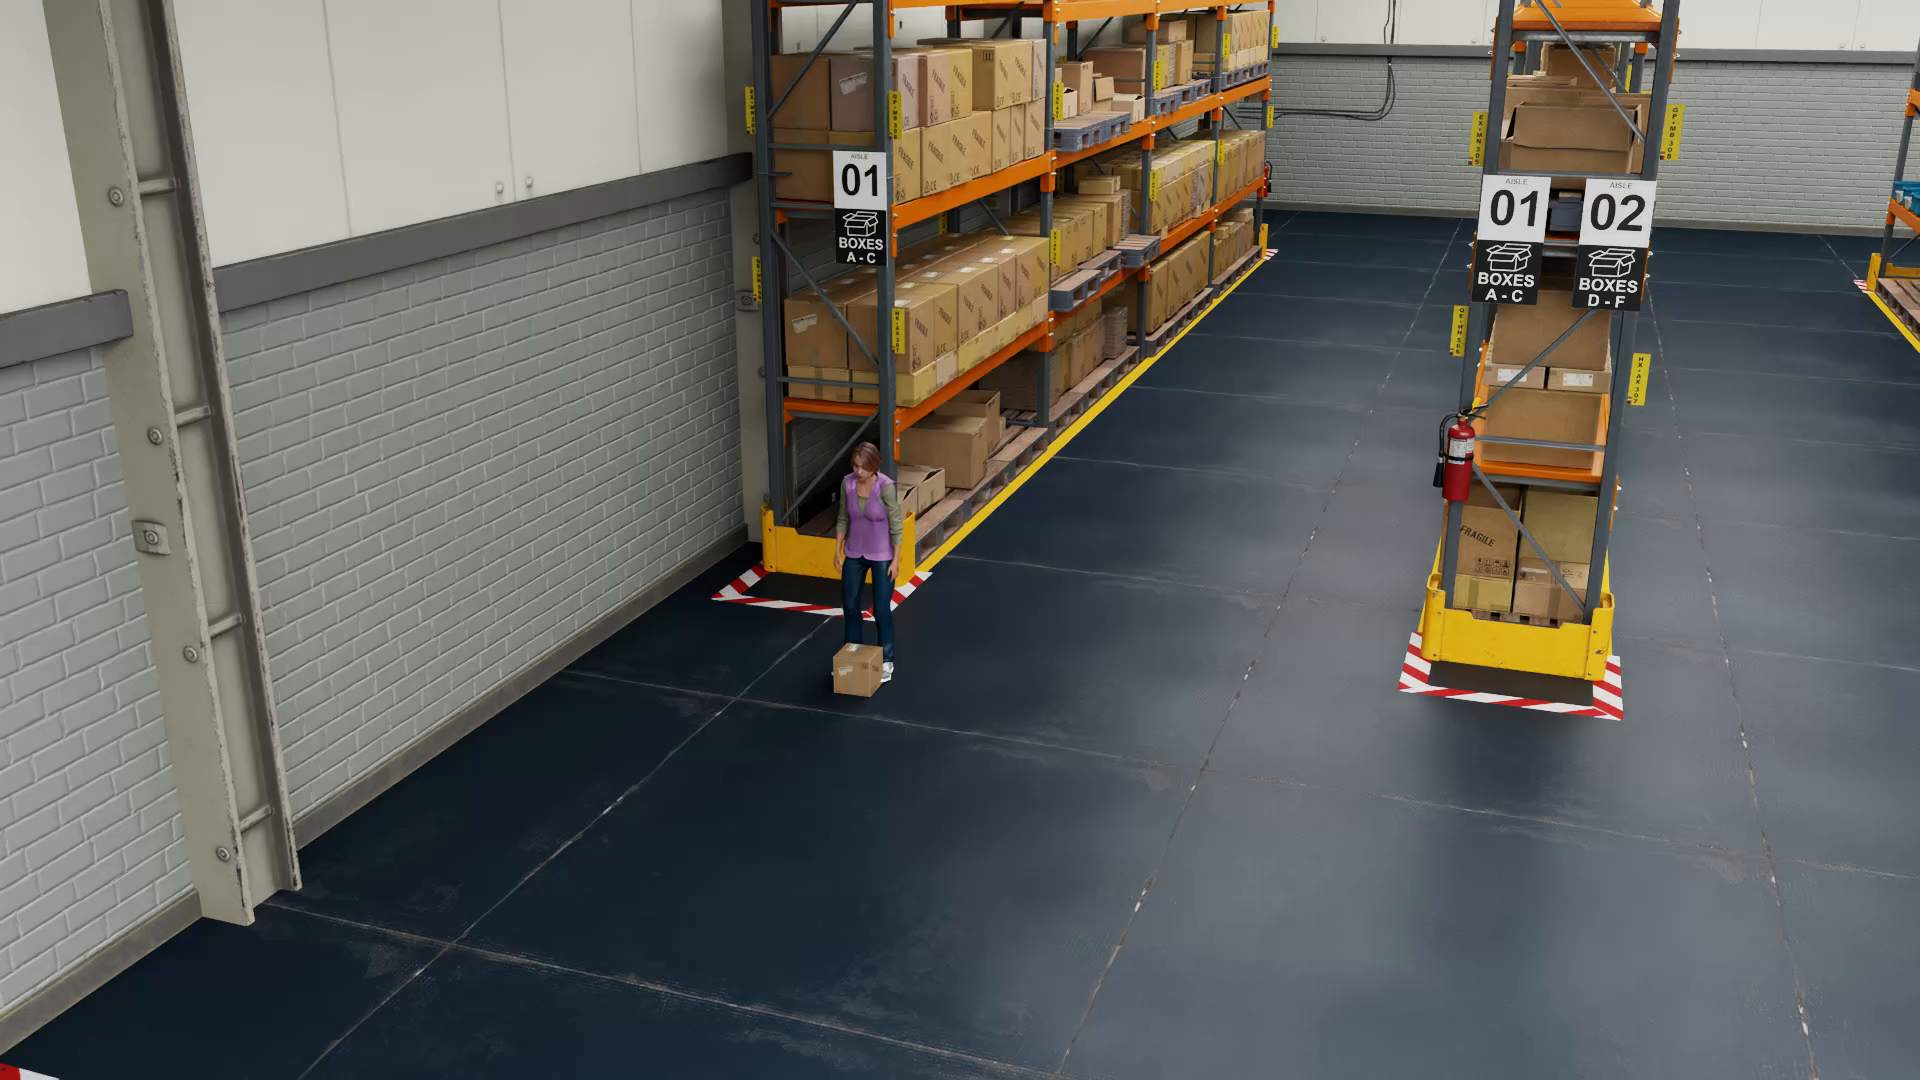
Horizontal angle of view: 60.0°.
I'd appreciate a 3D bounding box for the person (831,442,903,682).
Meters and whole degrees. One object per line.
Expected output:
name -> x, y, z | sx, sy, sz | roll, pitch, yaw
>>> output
person -> -0.587, 0.132, 10.714 | 0.460, 1.582, 0.343 | 7, 20, 18
